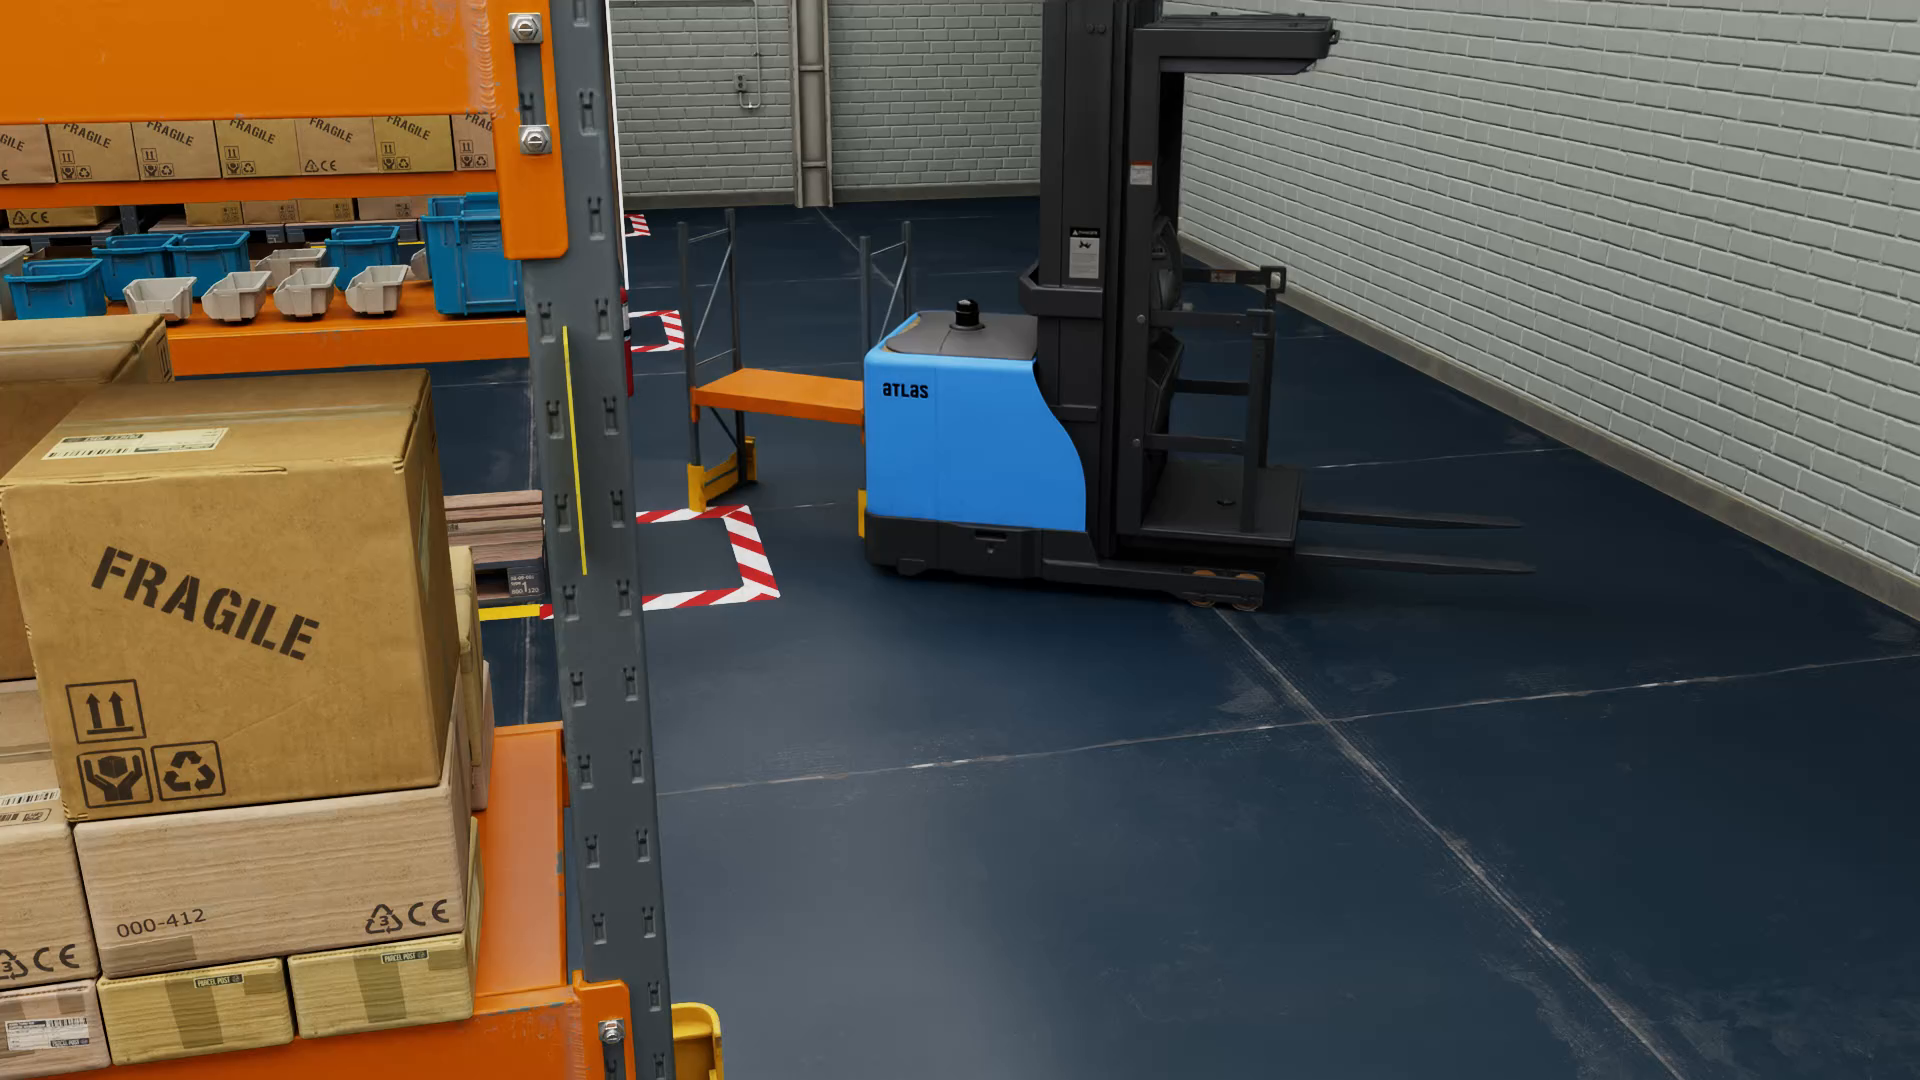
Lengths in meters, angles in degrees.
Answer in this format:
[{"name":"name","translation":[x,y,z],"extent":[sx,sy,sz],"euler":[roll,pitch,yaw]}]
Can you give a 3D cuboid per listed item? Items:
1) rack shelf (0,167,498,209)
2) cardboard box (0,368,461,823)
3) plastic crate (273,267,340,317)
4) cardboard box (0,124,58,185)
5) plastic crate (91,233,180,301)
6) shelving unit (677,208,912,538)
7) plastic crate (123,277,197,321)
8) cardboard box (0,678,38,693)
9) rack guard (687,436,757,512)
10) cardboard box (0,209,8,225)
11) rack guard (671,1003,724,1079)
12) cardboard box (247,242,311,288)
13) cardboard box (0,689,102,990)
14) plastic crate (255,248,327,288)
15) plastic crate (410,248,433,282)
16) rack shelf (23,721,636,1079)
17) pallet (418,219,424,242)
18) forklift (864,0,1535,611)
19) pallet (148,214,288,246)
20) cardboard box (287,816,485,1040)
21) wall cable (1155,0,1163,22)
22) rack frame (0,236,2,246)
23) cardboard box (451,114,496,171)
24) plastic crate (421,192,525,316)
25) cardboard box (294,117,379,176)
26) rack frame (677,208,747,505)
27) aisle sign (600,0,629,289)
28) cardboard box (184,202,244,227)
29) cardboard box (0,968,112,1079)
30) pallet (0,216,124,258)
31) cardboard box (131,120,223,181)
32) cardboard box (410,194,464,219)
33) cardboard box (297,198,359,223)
[{"name":"rack shelf","translation":[-4.855,-2.468,11.736],"extent":[4.000,0.370,1.077],"euler":[-5,21,-12]},{"name":"cardboard box","translation":[-1.047,0.058,2.492],"extent":[0.500,0.500,0.500],"euler":[-4,21,-12]},{"name":"plastic crate","translation":[-2.810,-1.067,7.161],"extent":[0.243,0.136,0.396],"euler":[-5,21,-12]},{"name":"cardboard box","translation":[-6.243,-2.643,11.024],"extent":[0.500,0.500,0.500],"euler":[-4,21,-11]},{"name":"plastic crate","translation":[-3.662,-1.218,7.434],"extent":[0.300,0.233,0.416],"euler":[-5,21,-12]},{"name":"shelving unit","translation":[-0.816,-0.875,8.524],"extent":[1.083,1.500,0.587],"euler":[9,22,22]},{"name":"plastic crate","translation":[-3.359,-1.007,6.998],"extent":[0.250,0.136,0.298],"euler":[-5,21,-12]},{"name":"cardboard box","translation":[-1.667,0.274,2.991],"extent":[0.500,0.250,0.500],"euler":[-5,21,-13]},{"name":"rack guard","translation":[-1.272,-0.358,8.927],"extent":[0.087,0.250,0.587],"euler":[9,22,22]},{"name":"cardboard box","translation":[-9.412,-3.327,15.549],"extent":[0.750,0.750,0.750],"euler":[-4,20,-11]},{"name":"rack guard","translation":[-0.610,1.524,3.427],"extent":[0.348,0.500,1.175],"euler":[-5,21,-12]},{"name":"cardboard box","translation":[-4.974,-1.832,11.945],"extent":[0.637,0.503,0.797],"euler":[-5,21,-12]},{"name":"cardboard box","translation":[-1.537,0.450,2.510],"extent":[0.500,0.250,0.500],"euler":[-5,21,-13]},{"name":"plastic crate","translation":[-3.080,-1.249,7.660],"extent":[0.298,0.136,0.250],"euler":[-5,21,-12]},{"name":"plastic crate","translation":[-2.420,-1.303,7.806],"extent":[0.298,0.136,0.250],"euler":[-5,21,-12]},{"name":"rack shelf","translation":[-2.579,0.849,2.683],"extent":[4.000,0.370,1.077],"euler":[-5,21,-12]},{"name":"pallet","translation":[-4.813,-3.223,16.806],"extent":[1.213,0.211,1.003],"euler":[-5,21,-12]},{"name":"forklift","translation":[1.123,-1.258,7.488],"extent":[3.031,2.935,1.130],"euler":[5,21,12]},{"name":"pallet","translation":[-7.187,-3.030,16.278],"extent":[1.213,0.211,1.003],"euler":[-5,21,-12]},{"name":"cardboard box","translation":[-0.904,0.609,2.657],"extent":[0.250,0.149,0.380],"euler":[-4,21,-11]},{"name":"wall cable","translation":[1.534,-6.309,16.968],"extent":[0.112,2.526,3.097],"euler":[-5,21,-12]},{"name":"rack frame","translation":[-6.802,-2.647,11.180],"extent":[0.127,3.000,1.000],"euler":[-5,21,-12]},{"name":"cardboard box","translation":[-3.282,-2.884,11.682],"extent":[0.500,0.500,0.500],"euler":[-4,20,-11]},{"name":"plastic crate","translation":[-2.056,-1.261,7.258],"extent":[0.499,0.435,0.616],"euler":[-5,21,-12]},{"name":"cardboard box","translation":[-4.273,-2.804,11.464],"extent":[0.500,0.500,0.500],"euler":[-4,21,-12]},{"name":"rack frame","translation":[-1.290,-0.947,8.720],"extent":[0.032,1.500,0.500],"euler":[9,22,22]},{"name":"aisle sign","translation":[-0.494,-0.773,2.286],"extent":[0.004,0.787,0.394],"euler":[-5,21,-12]},{"name":"cardboard box","translation":[-7.194,-3.353,16.132],"extent":[0.500,0.500,0.700],"euler":[-4,21,-12]},{"name":"cardboard box","translation":[-1.402,0.650,2.546],"extent":[0.250,0.149,0.380],"euler":[-5,21,-12]},{"name":"pallet","translation":[-8.679,-2.909,15.950],"extent":[1.213,0.211,1.003],"euler":[-5,21,-12]},{"name":"cardboard box","translation":[-5.258,-2.724,11.244],"extent":[0.500,0.500,0.500],"euler":[-5,21,-13]},{"name":"cardboard box","translation":[-5.198,-3.517,16.577],"extent":[0.500,0.500,0.700],"euler":[-5,21,-13]},{"name":"cardboard box","translation":[-6.204,-3.432,16.346],"extent":[0.500,0.500,0.700],"euler":[-4,21,-11]}]
